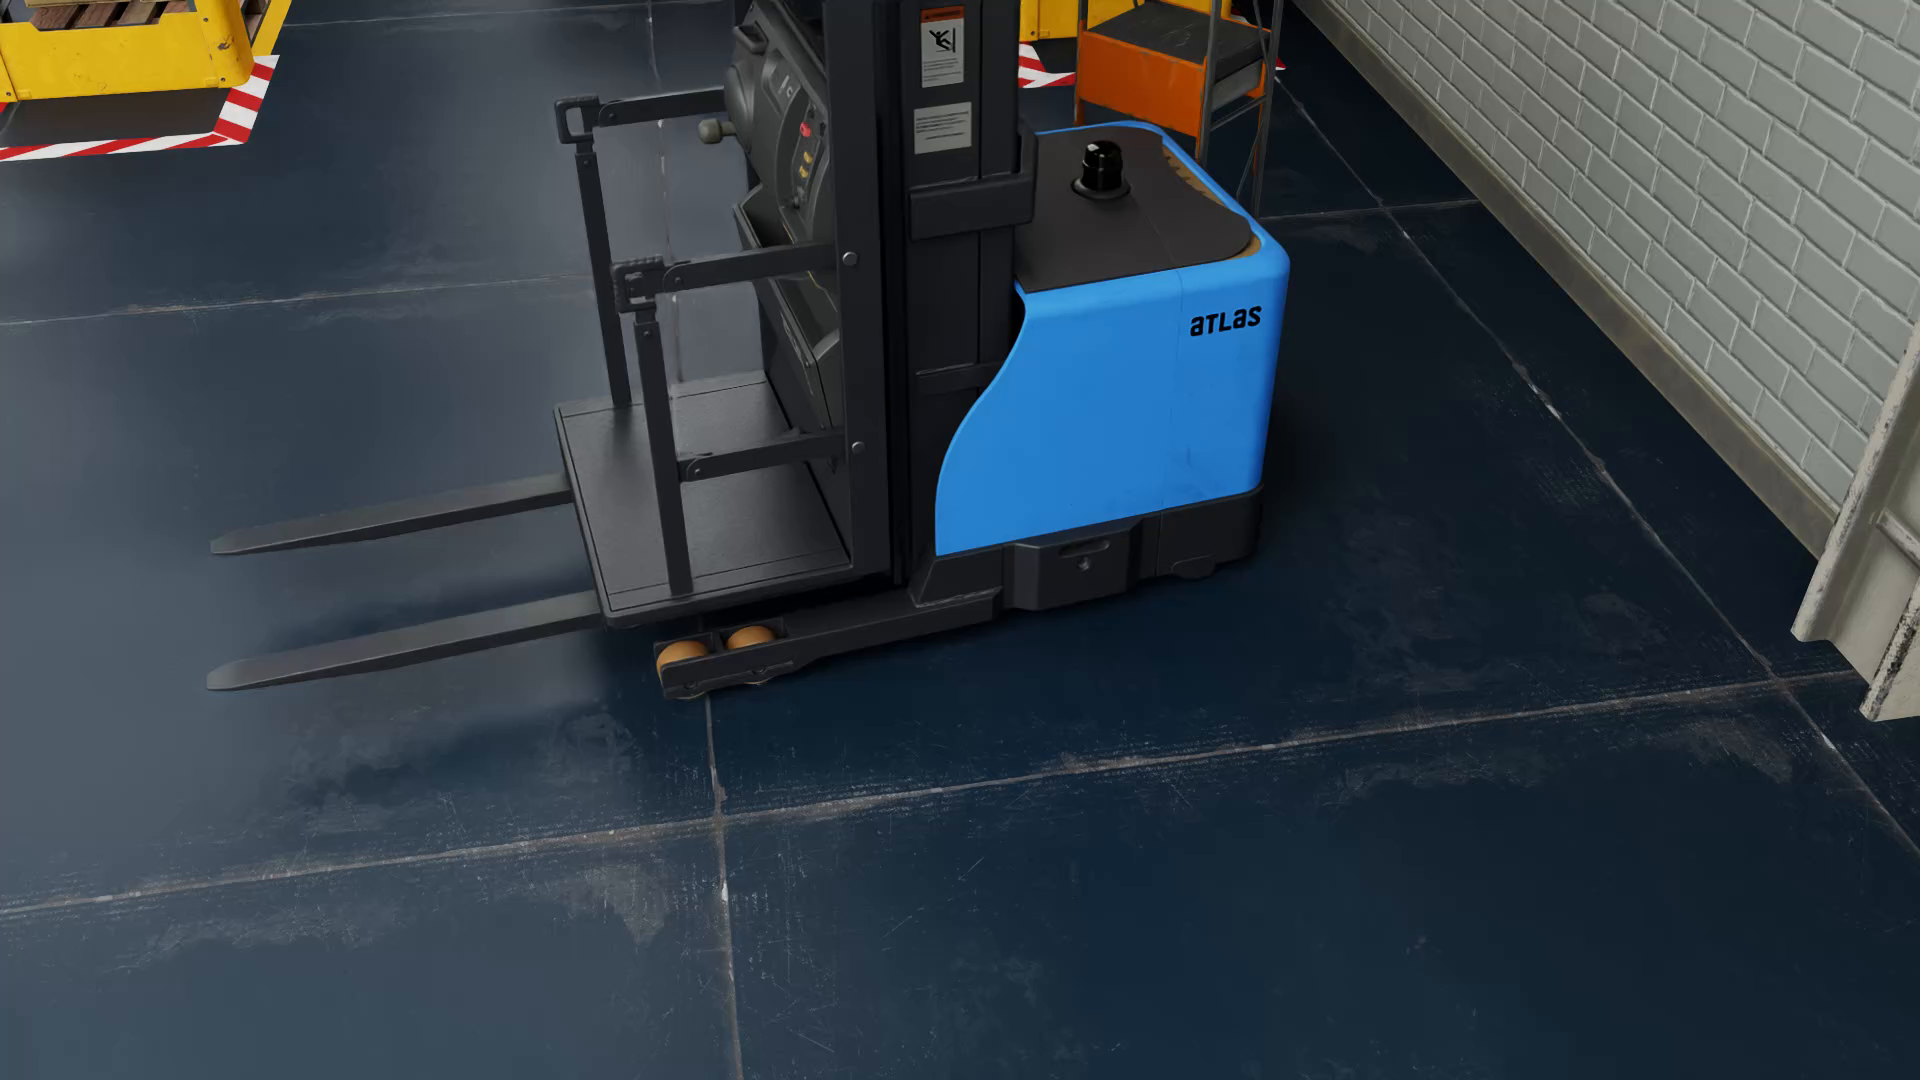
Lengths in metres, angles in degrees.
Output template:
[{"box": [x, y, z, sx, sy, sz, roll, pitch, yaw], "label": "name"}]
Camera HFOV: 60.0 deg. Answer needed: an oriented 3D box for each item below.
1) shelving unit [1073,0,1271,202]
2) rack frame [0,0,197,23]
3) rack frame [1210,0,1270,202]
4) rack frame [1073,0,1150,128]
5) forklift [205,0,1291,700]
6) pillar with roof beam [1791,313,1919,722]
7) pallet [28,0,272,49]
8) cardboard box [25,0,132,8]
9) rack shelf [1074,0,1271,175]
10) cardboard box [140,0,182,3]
[{"box": [0.691, -1.448, 5.402, 0.499, 2.100, 0.431, 28, 46, 31], "label": "shelving unit"}, {"box": [-4.068, -3.388, 7.166, 1.000, 3.000, 0.127, -6, 38, -8], "label": "rack frame"}, {"box": [0.879, -1.350, 5.277, 0.006, 1.831, 0.380, 28, 46, 31], "label": "rack frame"}, {"box": [0.508, -1.544, 5.526, 0.015, 2.100, 0.400, 28, 46, 31], "label": "rack frame"}, {"box": [-0.454, -1.116, 4.298, 3.457, 2.935, 1.130, -12, 39, -14], "label": "forklift"}, {"box": [-1.603, -2.724, 1.421, 9.100, 9.000, 0.400, -6, 38, -8], "label": "pillar with roof beam"}, {"box": [-4.189, -2.828, 8.718, 1.003, 0.211, 1.213, -6, 38, -8], "label": "pallet"}, {"box": [-4.479, -2.942, 8.491, 0.500, 0.250, 0.500, -6, 38, -8], "label": "cardboard box"}, {"box": [0.693, -1.436, 5.409, 0.480, 0.518, 0.431, 28, 46, 31], "label": "rack shelf"}, {"box": [-3.937, -2.985, 8.547, 0.500, 0.250, 0.500, -7, 38, -8], "label": "cardboard box"}]
